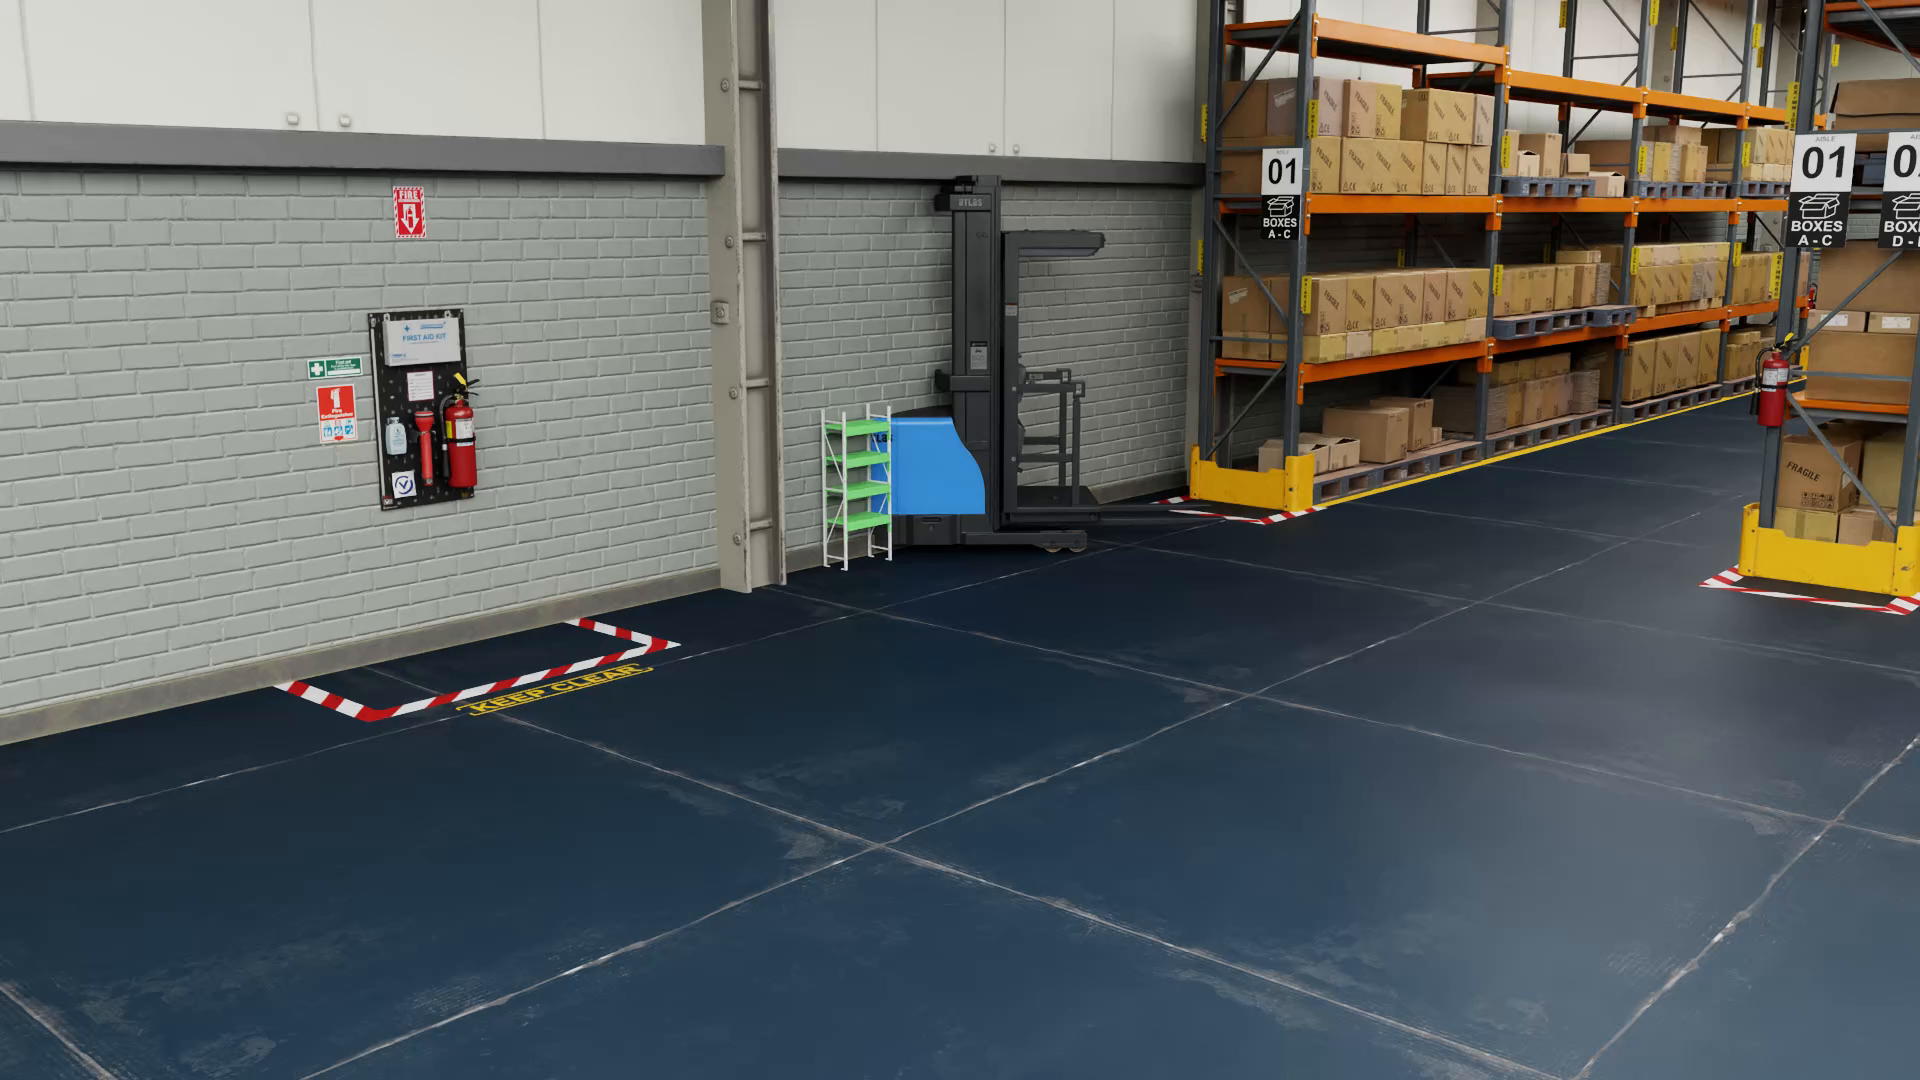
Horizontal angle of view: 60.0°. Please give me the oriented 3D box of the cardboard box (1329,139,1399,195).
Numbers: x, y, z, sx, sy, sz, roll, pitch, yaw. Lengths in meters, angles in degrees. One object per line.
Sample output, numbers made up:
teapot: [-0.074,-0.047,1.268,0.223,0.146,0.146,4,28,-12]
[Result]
cardboard box: [3.773,-3.508,15.650,0.500,0.500,0.500,11,16,43]

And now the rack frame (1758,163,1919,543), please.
rack frame: [6.367,-1.170,11.910,1.000,3.000,0.127,10,15,40]

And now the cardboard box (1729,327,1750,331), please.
cardboard box: [12.084,-3.241,25.935,0.380,0.149,0.250,10,15,41]

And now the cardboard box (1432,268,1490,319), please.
cardboard box: [5.204,-2.593,17.451,0.500,0.500,0.500,10,15,40]

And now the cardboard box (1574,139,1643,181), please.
cardboard box: [8.195,-4.800,21.048,0.700,0.500,0.500,8,14,36]

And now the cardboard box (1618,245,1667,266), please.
cardboard box: [8.772,-3.672,21.456,0.500,0.250,0.500,9,15,40]

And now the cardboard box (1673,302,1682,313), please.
cardboard box: [9.499,-3.157,22.448,0.380,0.149,0.250,10,15,42]

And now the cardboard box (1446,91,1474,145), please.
cardboard box: [4.801,-4.227,16.699,0.500,0.500,0.500,11,16,43]

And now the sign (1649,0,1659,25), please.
sign: [8.338,-6.357,19.976,0.100,0.325,0.005,10,15,40]

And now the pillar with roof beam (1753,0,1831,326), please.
pillar with roof beam: [17.572,-7.058,26.074,9.100,9.000,0.548,10,15,40]

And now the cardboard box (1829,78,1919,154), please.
cardboard box: [6.750,-3.050,11.972,0.637,0.503,0.797,-11,16,-44]

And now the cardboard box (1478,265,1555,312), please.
cardboard box: [6.431,-2.916,19.272,0.500,0.500,0.700,-10,15,-40]

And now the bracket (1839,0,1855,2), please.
bracket: [16.053,-9.657,29.895,0.076,0.066,3.189,10,15,40]

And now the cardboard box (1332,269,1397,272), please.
cardboard box: [4.139,-2.512,17.046,0.500,0.500,0.500,10,15,42]

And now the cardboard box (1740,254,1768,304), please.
cardboard box: [11.421,-3.907,24.847,0.980,0.700,0.700,9,15,39]

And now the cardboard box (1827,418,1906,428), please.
cardboard box: [7.478,-0.735,13.766,0.500,0.500,0.500,10,15,40]

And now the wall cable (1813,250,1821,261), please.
wall cable: [17.207,-6.369,30.551,3.097,2.526,0.112,10,15,40]

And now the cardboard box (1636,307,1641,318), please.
cardboard box: [8.489,-2.928,21.302,0.380,0.149,0.250,10,15,41]

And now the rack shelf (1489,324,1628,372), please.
rack shelf: [6.604,-2.340,19.604,1.077,0.370,4.000,10,15,40]

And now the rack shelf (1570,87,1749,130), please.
rack shelf: [9.245,-5.674,22.002,1.077,0.370,4.000,10,15,40]

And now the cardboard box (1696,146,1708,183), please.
cardboard box: [9.901,-5.196,23.029,0.700,0.500,0.500,9,14,37]

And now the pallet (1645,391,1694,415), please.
pallet: [9.307,-1.904,22.706,1.003,0.211,1.213,10,15,40]

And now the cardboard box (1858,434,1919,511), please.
cardboard box: [7.217,-0.519,12.685,0.500,0.500,0.500,10,15,40]

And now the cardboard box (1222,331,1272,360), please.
cardboard box: [2.806,-1.840,15.596,0.500,0.250,0.500,10,15,41]

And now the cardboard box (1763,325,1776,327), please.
cardboard box: [12.870,-3.304,26.247,0.380,0.149,0.250,10,15,40]

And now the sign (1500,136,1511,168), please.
sign: [5.697,-4.054,17.370,0.100,0.325,0.005,10,15,40]

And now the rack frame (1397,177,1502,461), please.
rack frame: [5.284,-2.398,18.060,1.000,3.000,0.127,10,15,40]

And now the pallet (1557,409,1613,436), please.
pallet: [7.407,-1.505,20.705,1.003,0.211,1.213,10,15,40]

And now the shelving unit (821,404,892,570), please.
shelving unit: [-0.787,-0.411,12.706,0.258,1.200,0.503,10,15,40]

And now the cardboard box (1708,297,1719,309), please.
cardboard box: [10.406,-3.335,23.342,0.380,0.149,0.250,10,15,41]

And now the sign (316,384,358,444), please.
sign: [-3.607,-0.733,9.630,0.001,0.329,0.234,10,15,40]

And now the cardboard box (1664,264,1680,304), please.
cardboard box: [9.118,-3.379,21.902,0.500,0.500,0.500,10,15,40]

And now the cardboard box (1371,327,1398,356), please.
cardboard box: [3.877,-1.929,16.043,0.500,0.250,0.500,9,15,39]

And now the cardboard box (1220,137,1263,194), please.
cardboard box: [2.729,-3.434,15.279,0.500,0.500,0.500,-11,16,-43]

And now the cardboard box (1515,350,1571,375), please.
cardboard box: [7.065,-2.156,20.191,0.500,0.250,0.500,10,15,41]

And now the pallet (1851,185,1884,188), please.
pallet: [7.658,-2.878,13.031,1.003,0.211,1.213,10,15,40]

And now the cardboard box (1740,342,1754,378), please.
cardboard box: [11.470,-2.726,25.009,0.700,0.500,0.500,10,15,40]

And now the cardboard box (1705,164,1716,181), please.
cardboard box: [10.840,-5.359,24.279,0.500,0.250,0.500,10,15,41]

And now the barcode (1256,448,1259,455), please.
barcode: [2.879,-0.856,16.057,0.001,0.075,0.075,10,15,40]

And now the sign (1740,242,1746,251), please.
sign: [12.792,-4.700,27.171,0.100,0.325,0.005,10,15,40]

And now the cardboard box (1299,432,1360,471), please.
cardboard box: [3.544,-0.881,16.205,0.500,0.311,0.500,-11,15,-43]

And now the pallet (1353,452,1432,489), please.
pallet: [4.062,-0.747,16.913,1.003,0.211,1.213,10,15,40]

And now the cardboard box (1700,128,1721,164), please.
cardboard box: [10.851,-5.728,24.215,0.500,0.500,0.500,10,15,40]

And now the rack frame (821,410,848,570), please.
rack frame: [-0.946,-0.375,12.525,0.240,1.200,0.015,10,15,40]

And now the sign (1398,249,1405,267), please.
sign: [4.865,-3.037,18.303,0.100,0.325,0.005,10,15,40]

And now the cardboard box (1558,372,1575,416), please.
cardboard box: [7.061,-1.803,20.340,0.700,0.500,0.500,10,15,40]

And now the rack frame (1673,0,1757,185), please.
rack frame: [10.565,-6.517,23.365,1.000,3.000,0.127,10,15,40]

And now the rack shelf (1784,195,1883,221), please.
rack shelf: [7.687,-2.582,13.160,1.077,0.370,4.000,10,15,40]

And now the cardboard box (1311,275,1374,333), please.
cardboard box: [3.518,-2.217,15.568,0.500,0.500,0.500,10,15,41]

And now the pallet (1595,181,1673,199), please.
pallet: [8.310,-4.467,21.240,1.213,0.211,1.003,11,16,43]

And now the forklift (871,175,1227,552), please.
forklift: [0.628,-1.443,13.452,3.031,2.935,1.130,-1,11,-3]

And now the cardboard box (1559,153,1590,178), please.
cardboard box: [6.999,-4.339,19.806,0.637,0.503,0.797,-10,15,-40]
